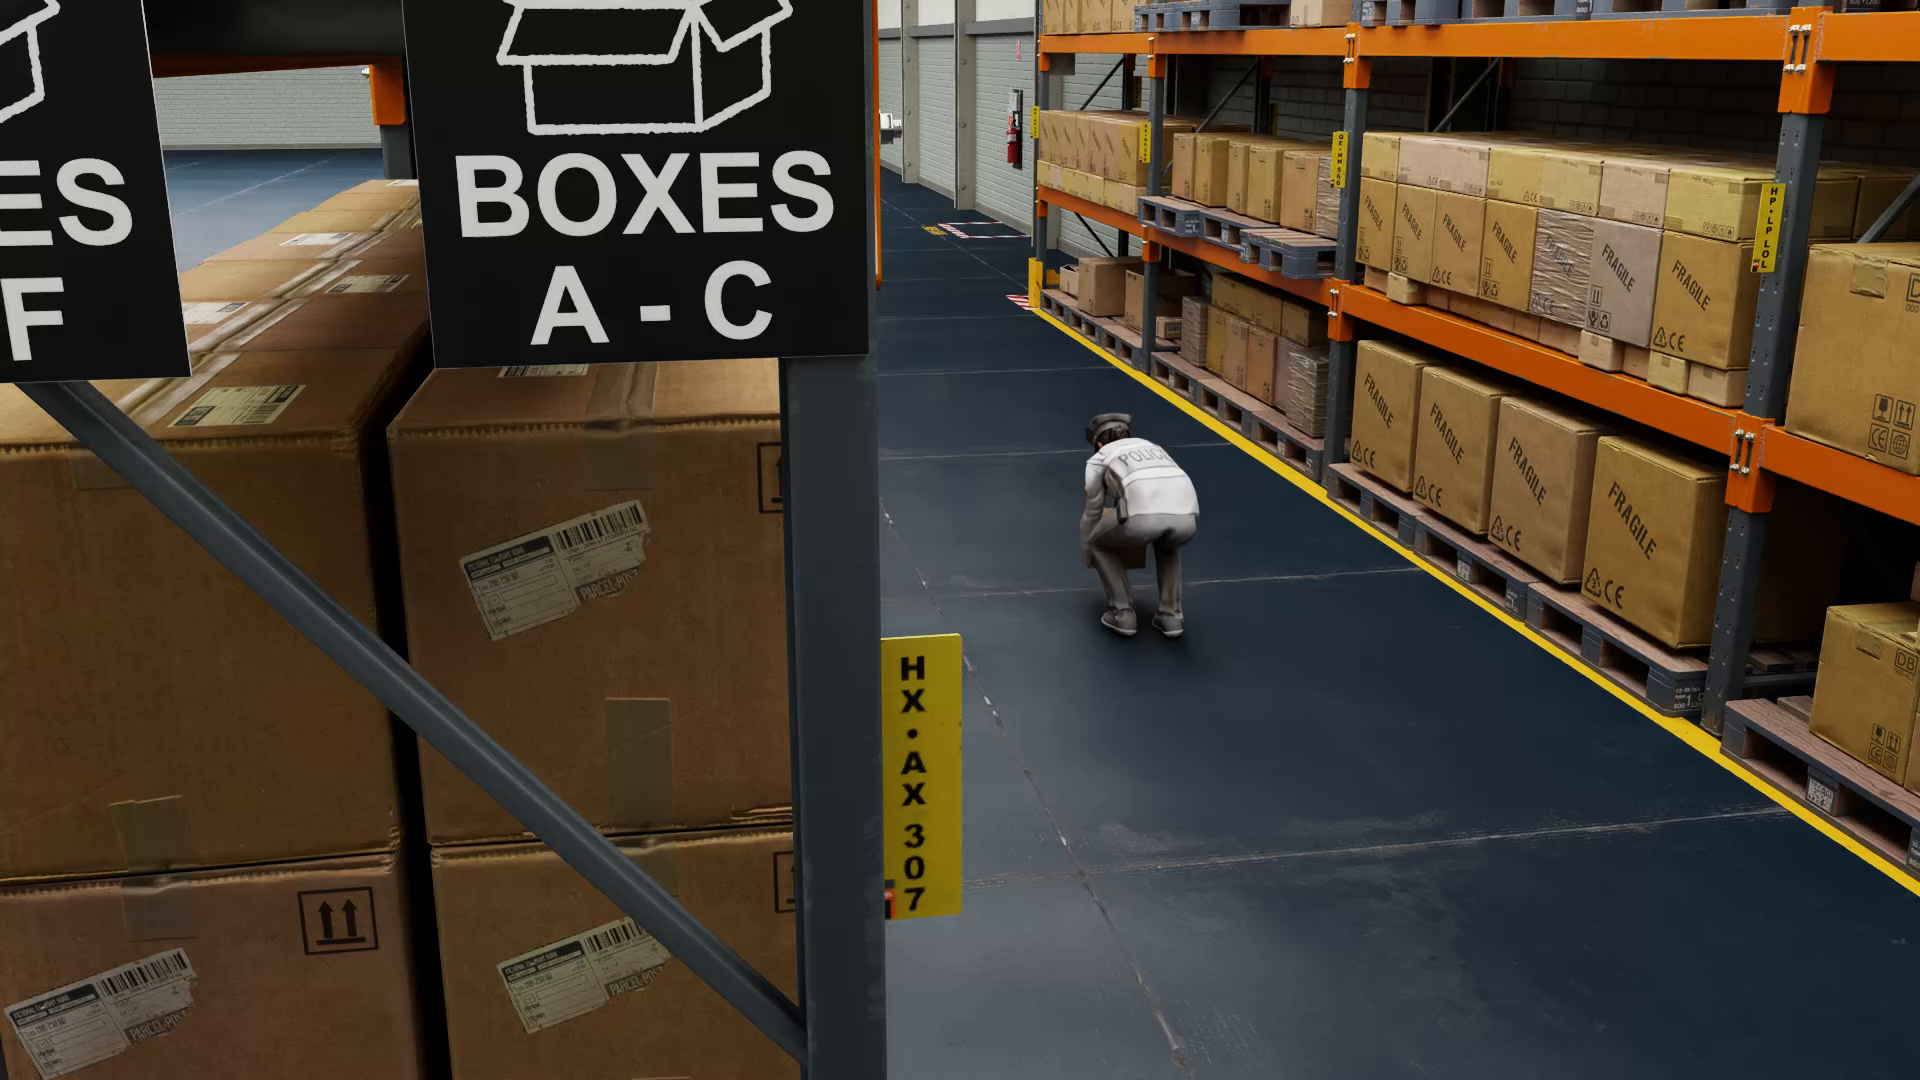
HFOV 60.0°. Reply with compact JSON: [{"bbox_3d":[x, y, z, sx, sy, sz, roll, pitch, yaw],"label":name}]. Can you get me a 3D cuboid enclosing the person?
[{"bbox_3d":[0.845,-0.072,7.993,0.456,0.981,0.906,-4,17,-13],"label":"person"}]
